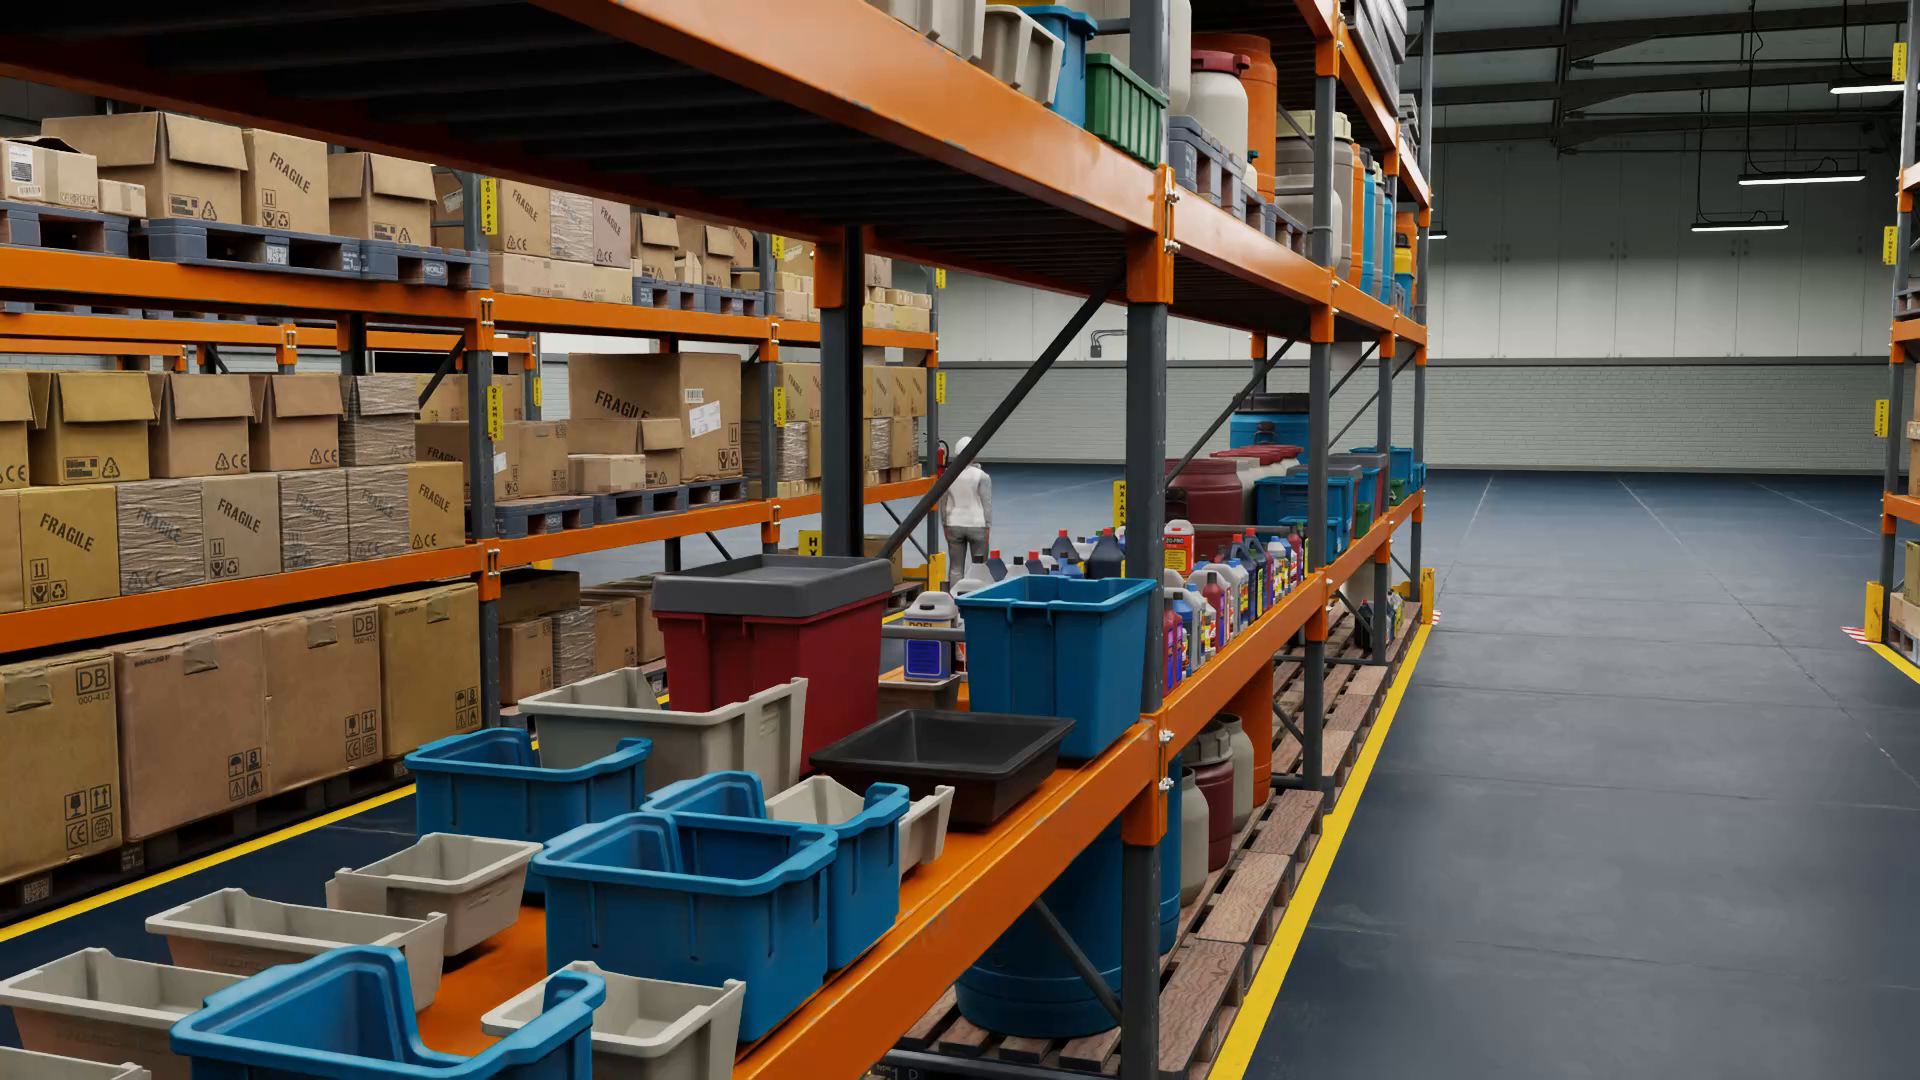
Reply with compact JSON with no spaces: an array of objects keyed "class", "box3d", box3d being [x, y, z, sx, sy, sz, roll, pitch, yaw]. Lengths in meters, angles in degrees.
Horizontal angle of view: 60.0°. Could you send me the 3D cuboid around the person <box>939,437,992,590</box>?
[{"class":"person","box3d":[0.065,-0.114,16.193,0.536,1.776,0.360,2,5,19]}]
